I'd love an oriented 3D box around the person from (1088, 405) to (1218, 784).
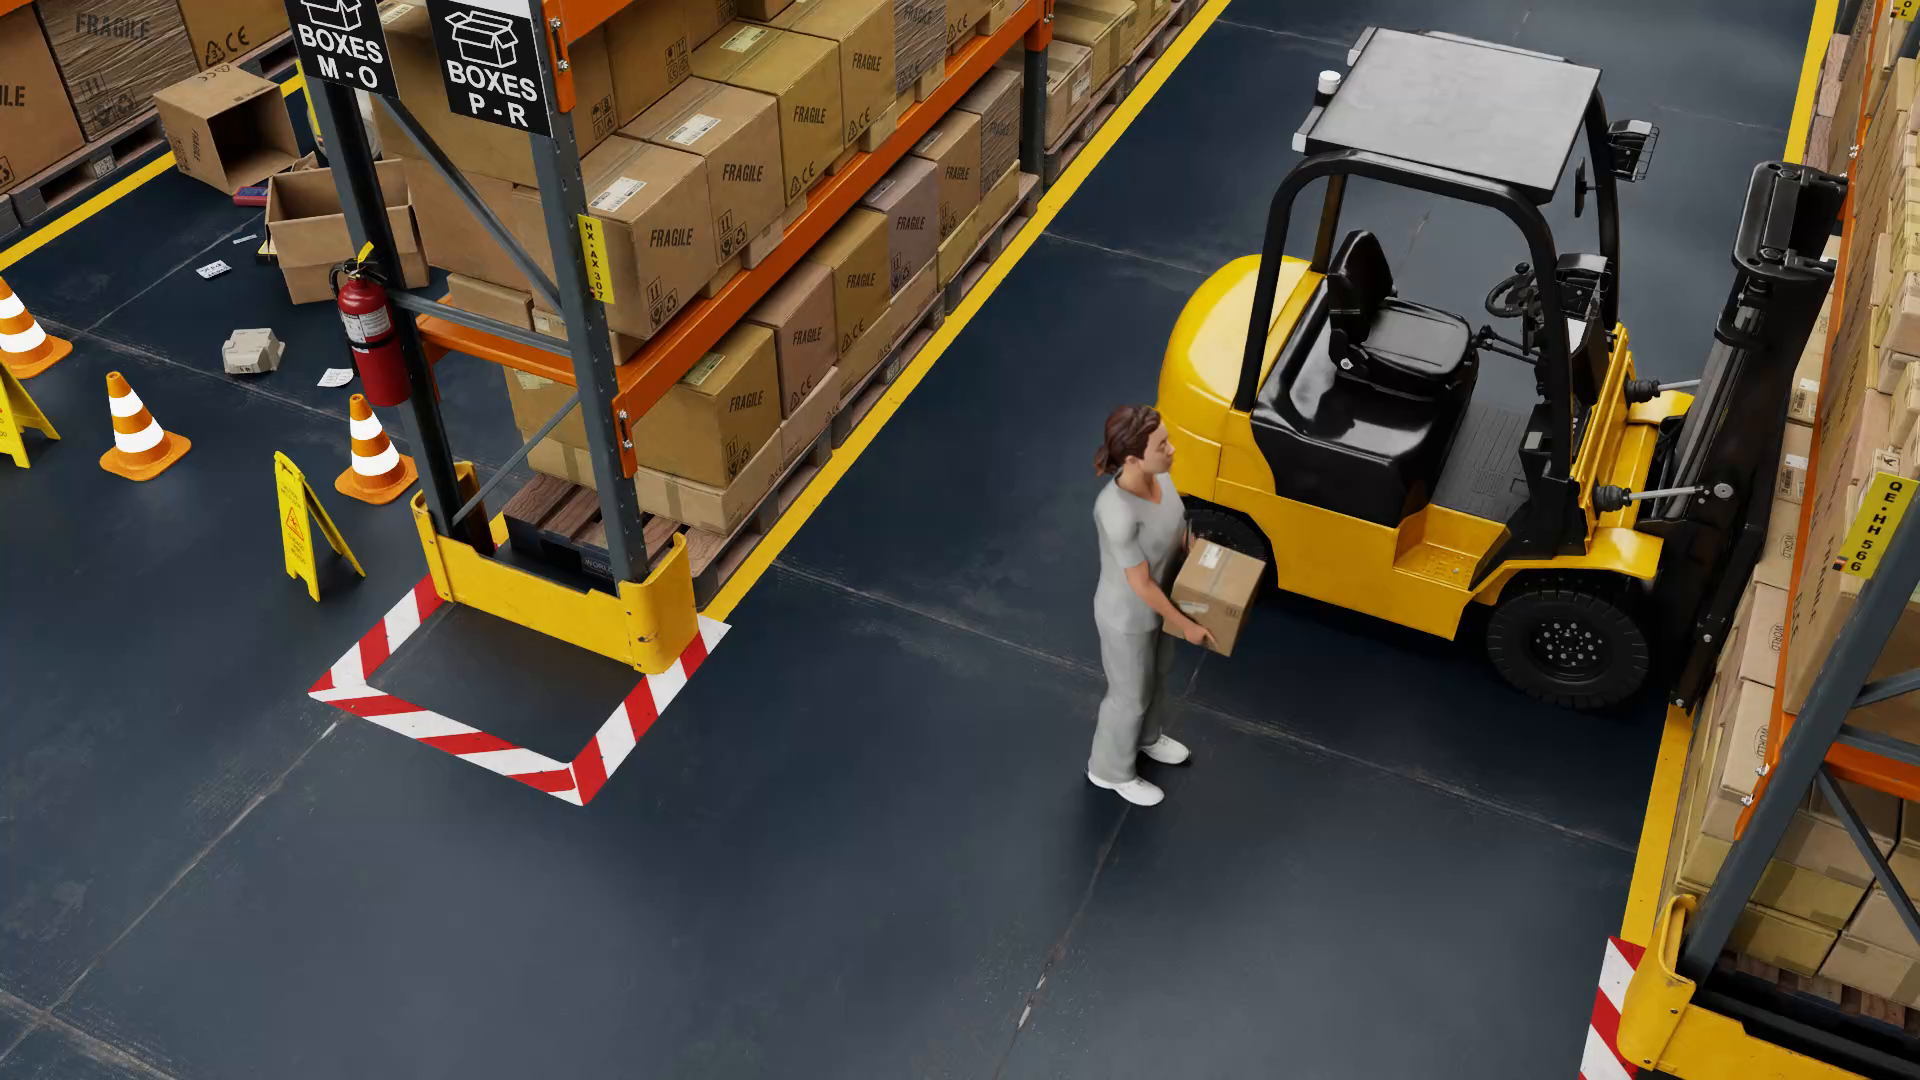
[{"bbox_3d":[0.690,0.215,5.872,0.544,1.600,0.445,17,45,18],"label":"person"}]
